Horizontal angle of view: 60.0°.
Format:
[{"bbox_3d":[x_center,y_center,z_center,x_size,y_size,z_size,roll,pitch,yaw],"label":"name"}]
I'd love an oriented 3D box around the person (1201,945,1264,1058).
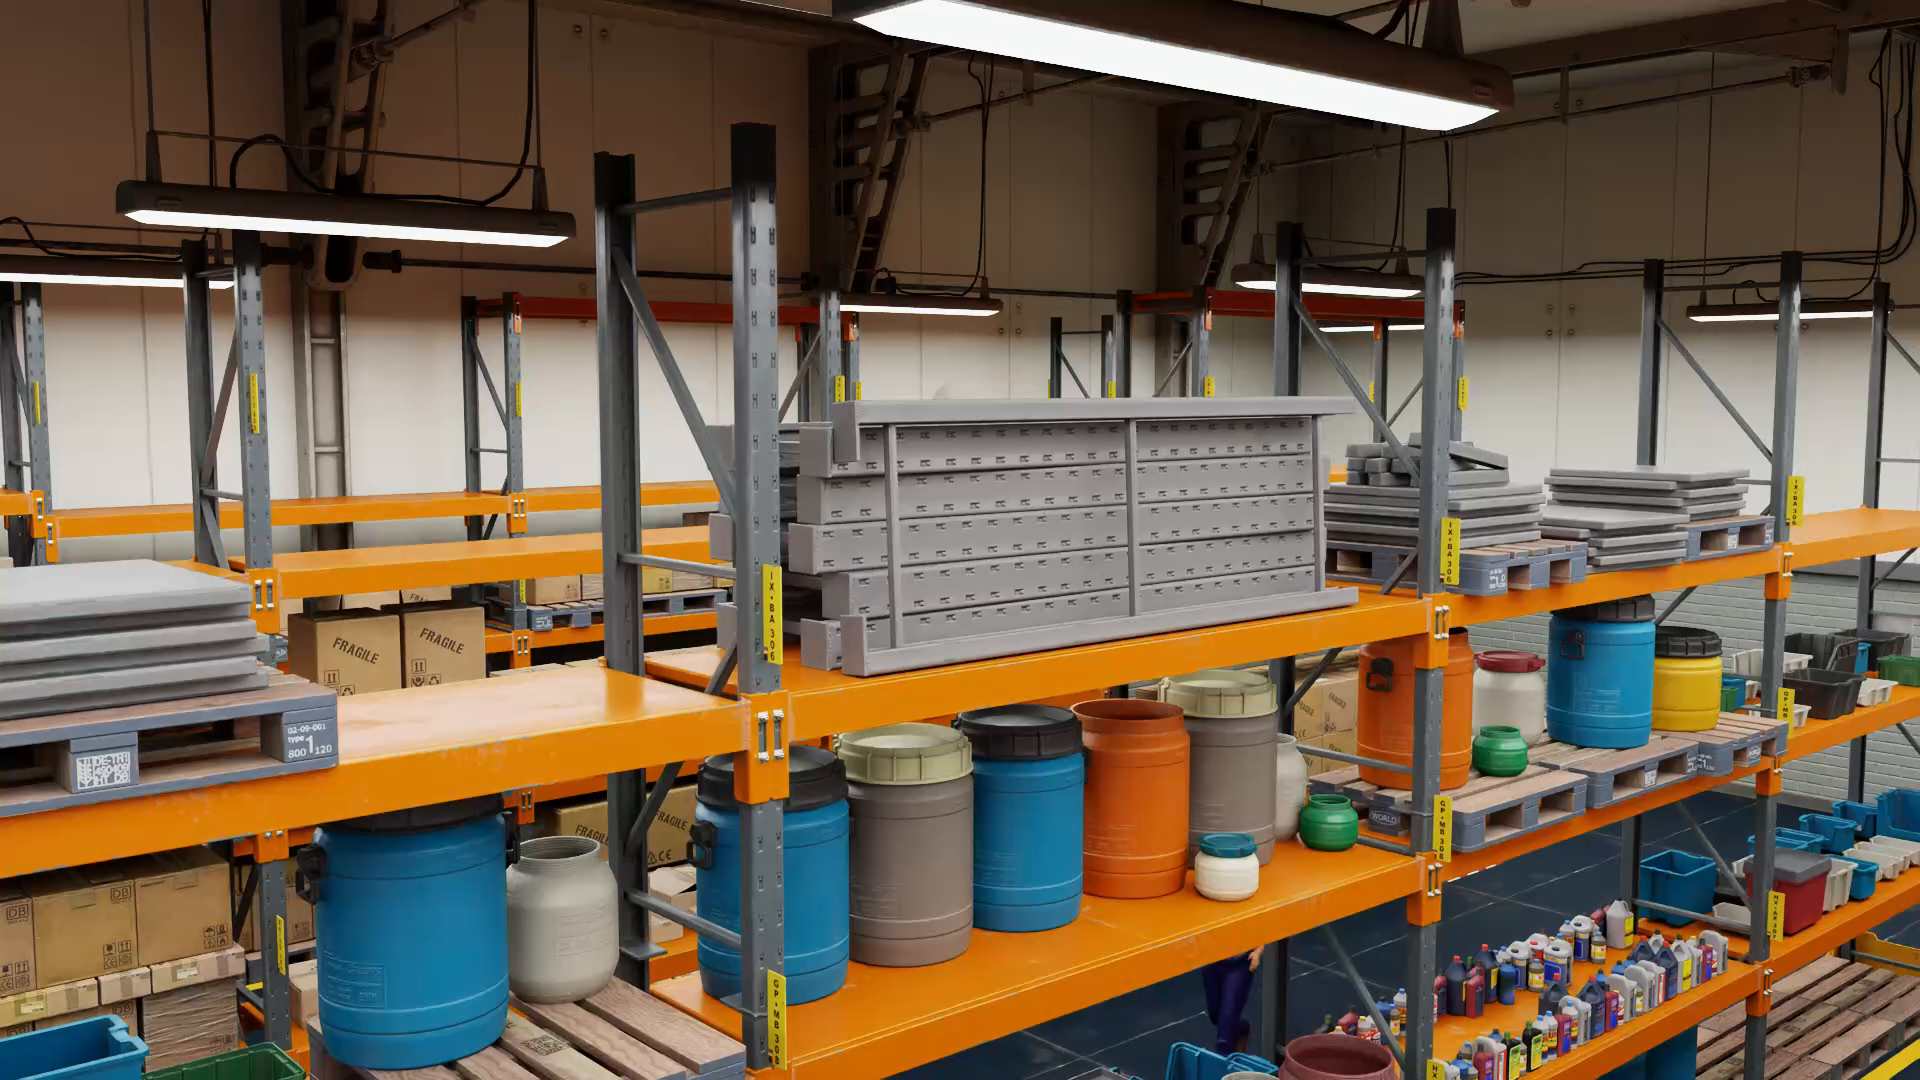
[{"bbox_3d":[1.974,3.183,12.246,0.606,1.634,0.925,4,7,37],"label":"person"}]
